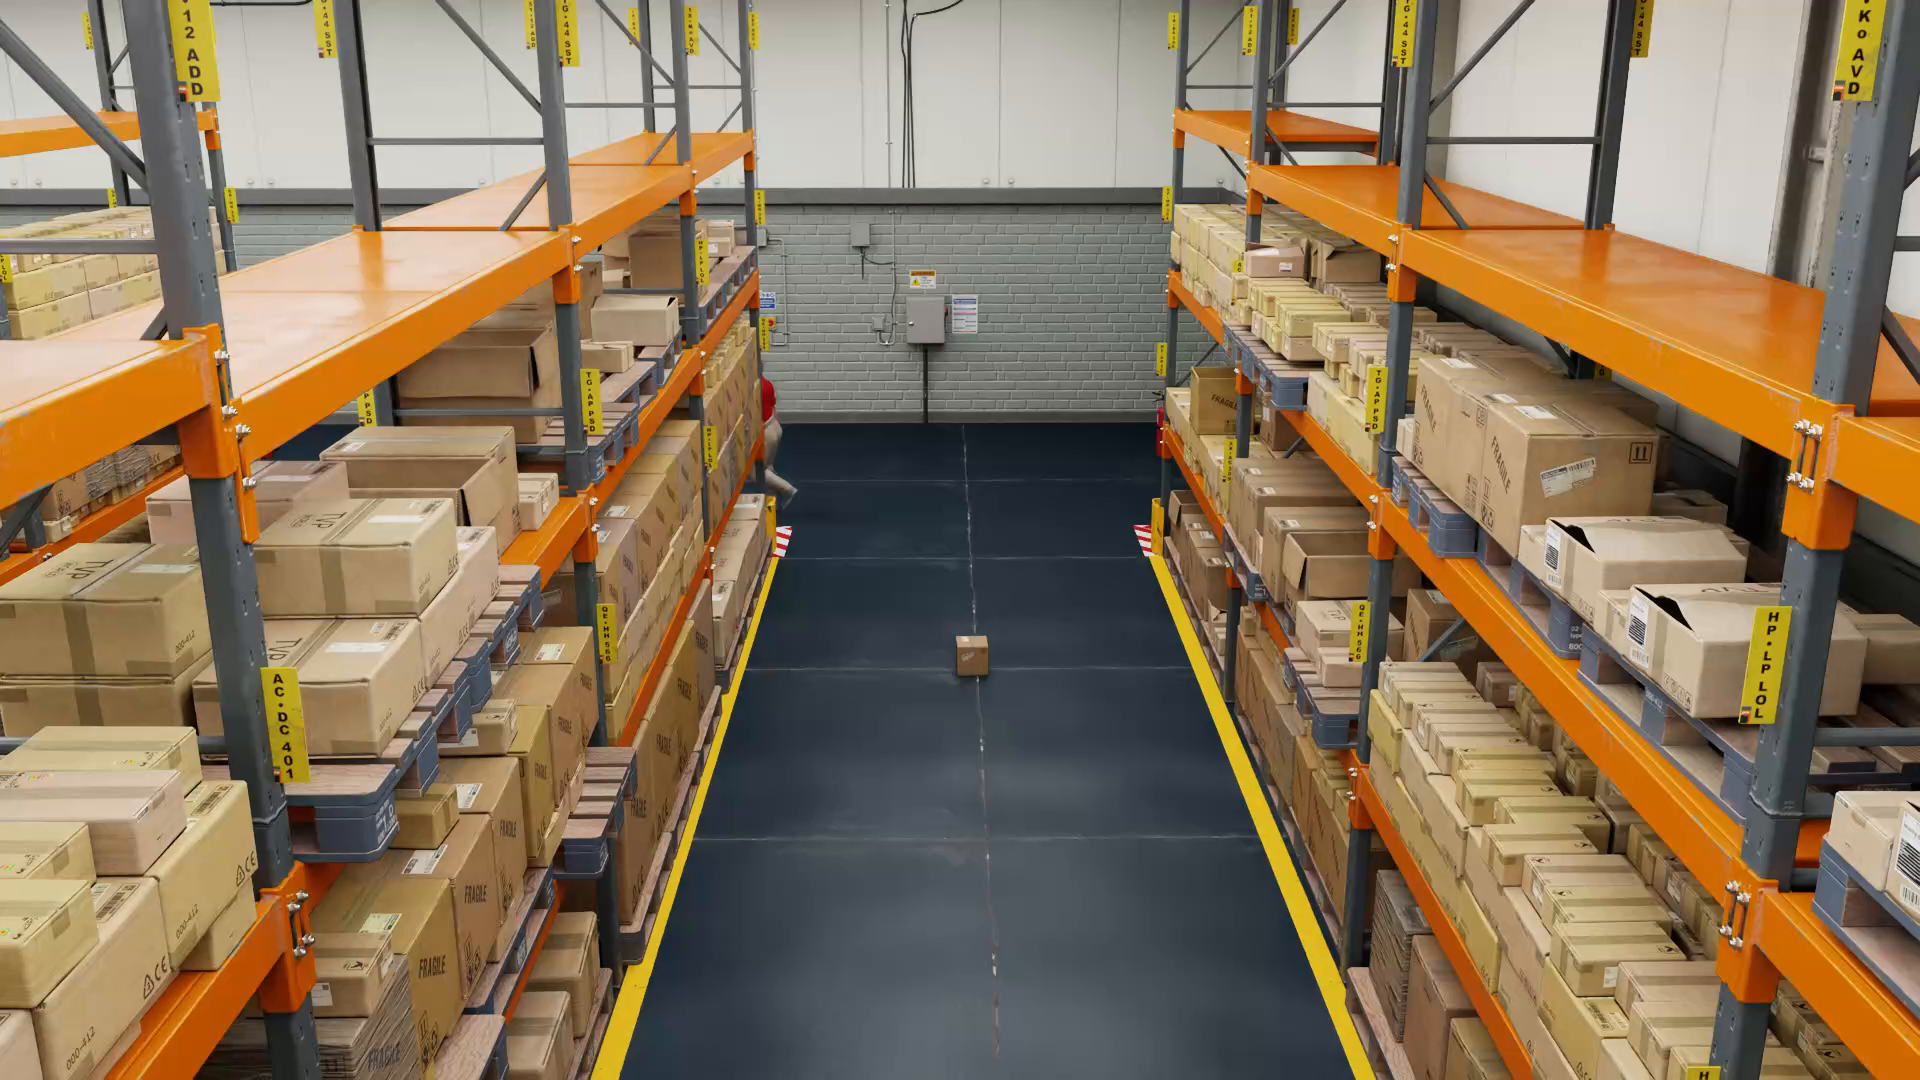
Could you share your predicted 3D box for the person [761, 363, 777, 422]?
[{"bbox_3d":[-2.171,-1.428,17.667,0.304,1.034,0.583,4,17,12],"label":"person"}]
